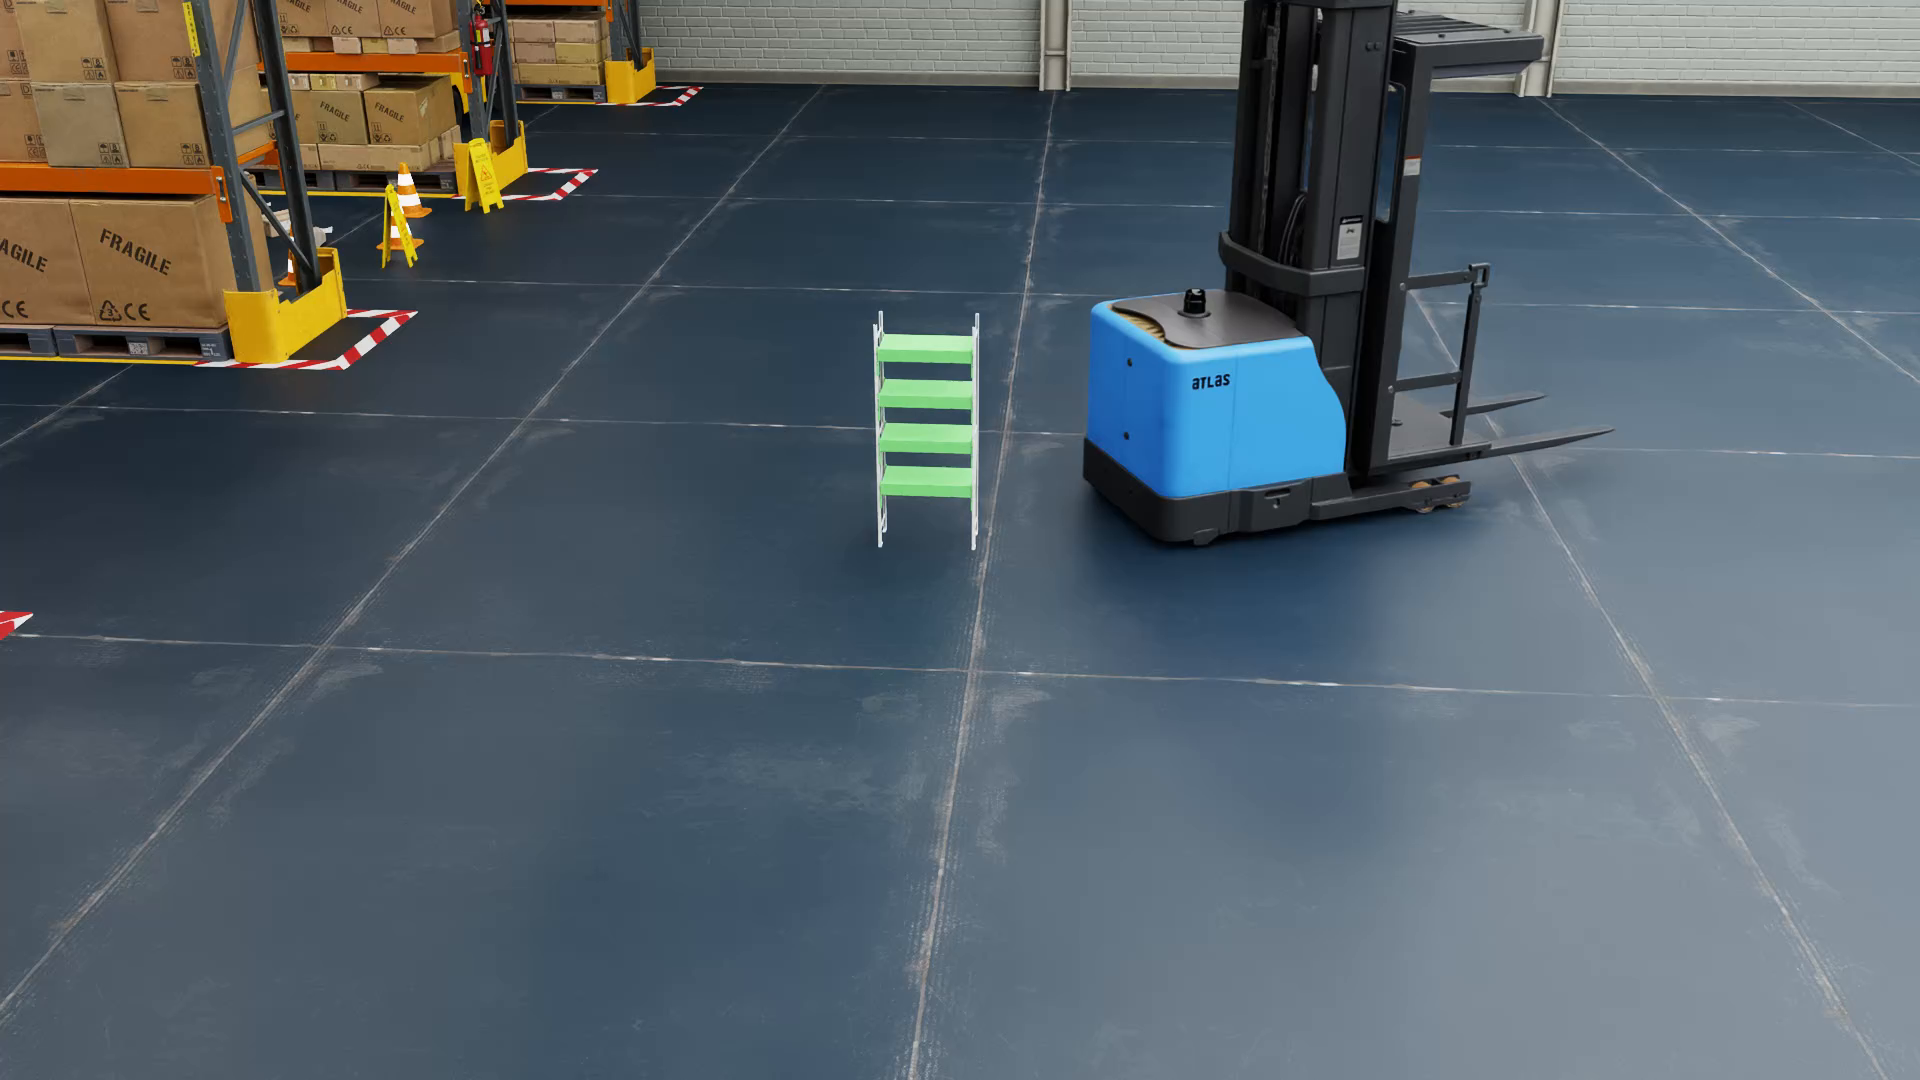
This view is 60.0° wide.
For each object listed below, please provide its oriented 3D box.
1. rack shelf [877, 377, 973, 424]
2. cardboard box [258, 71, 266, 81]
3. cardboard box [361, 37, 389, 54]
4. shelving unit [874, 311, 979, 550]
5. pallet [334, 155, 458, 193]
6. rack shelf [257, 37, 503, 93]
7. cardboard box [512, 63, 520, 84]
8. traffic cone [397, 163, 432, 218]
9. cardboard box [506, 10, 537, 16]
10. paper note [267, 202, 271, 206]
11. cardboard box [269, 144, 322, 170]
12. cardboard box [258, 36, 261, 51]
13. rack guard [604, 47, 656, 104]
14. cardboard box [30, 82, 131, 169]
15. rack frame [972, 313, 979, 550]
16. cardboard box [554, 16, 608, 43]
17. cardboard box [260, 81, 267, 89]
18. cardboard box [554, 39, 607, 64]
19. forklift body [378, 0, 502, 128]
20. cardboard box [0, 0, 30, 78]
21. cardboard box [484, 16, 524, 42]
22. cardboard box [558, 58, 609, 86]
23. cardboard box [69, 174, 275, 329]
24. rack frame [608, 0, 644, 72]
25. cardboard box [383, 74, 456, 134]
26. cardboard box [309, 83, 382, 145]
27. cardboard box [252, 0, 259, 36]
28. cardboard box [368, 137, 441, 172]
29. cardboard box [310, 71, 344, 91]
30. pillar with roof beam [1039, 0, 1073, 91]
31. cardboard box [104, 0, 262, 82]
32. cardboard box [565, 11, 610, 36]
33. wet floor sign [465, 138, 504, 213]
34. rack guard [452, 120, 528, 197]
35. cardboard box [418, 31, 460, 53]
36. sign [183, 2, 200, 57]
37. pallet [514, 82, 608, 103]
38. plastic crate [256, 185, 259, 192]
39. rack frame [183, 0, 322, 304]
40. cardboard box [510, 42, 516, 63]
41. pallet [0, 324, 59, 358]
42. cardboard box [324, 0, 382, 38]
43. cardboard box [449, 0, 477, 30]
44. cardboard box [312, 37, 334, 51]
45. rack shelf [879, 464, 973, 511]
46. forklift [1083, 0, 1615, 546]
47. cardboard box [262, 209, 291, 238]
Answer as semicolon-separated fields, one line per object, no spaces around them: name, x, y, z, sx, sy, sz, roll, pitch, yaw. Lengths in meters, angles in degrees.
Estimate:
rack shelf;-0.165;-0.710;8.437;0.480;0.148;0.258;2;25;4
cardboard box;-6.878;-4.354;16.513;0.500;0.500;0.500;3;25;7
cardboard box;-5.420;-4.669;15.610;0.250;0.149;0.380;1;25;3
shelving unit;-0.165;-0.550;8.511;0.503;1.200;0.258;2;25;4
pallet;-5.399;-3.658;16.448;1.213;0.211;1.003;2;25;4
rack shelf;-6.510;-4.619;16.060;4.000;0.370;1.077;2;25;4
cardboard box;-5.625;-5.815;20.587;0.500;0.250;0.500;2;25;5
traffic cone;-5.043;-3.205;15.163;0.334;0.463;0.336;2;25;4
cardboard box;-5.601;-6.476;20.826;0.500;0.250;0.500;2;25;4
paper note;-6.508;-3.121;15.496;0.148;0.019;0.142;-7;26;-14
cardboard box;-6.380;-3.771;16.145;0.500;0.250;0.500;1;25;2
cardboard box;-6.686;-4.711;15.699;0.250;0.149;0.380;2;25;4
rack guard;-4.116;-5.814;20.788;0.348;0.500;1.175;2;25;4
cardboard box;-5.718;-2.885;11.252;0.550;0.550;0.875;2;25;4
rack frame;0.078;-0.543;8.494;0.015;1.200;0.240;2;25;4
cardboard box;-4.623;-6.231;20.295;0.500;0.250;0.500;3;25;6
cardboard box;-6.885;-4.131;16.029;0.500;0.500;0.500;3;25;7
cardboard box;-4.649;-6.005;20.400;0.500;0.250;0.500;2;25;3
forklift body;-6.170;-5.865;18.924;1.214;2.155;2.313;2;25;4
cardboard box;-6.264;-3.456;11.201;0.550;0.550;0.875;2;25;4
cardboard box;-5.636;-6.257;20.351;0.500;0.250;0.500;2;25;5
cardboard box;-4.632;-5.776;20.501;0.500;0.250;0.500;2;25;4
cardboard box;-5.475;-2.035;11.624;0.875;0.875;0.875;2;25;4
rack frame;-4.140;-6.951;20.267;0.127;3.000;1.000;2;25;4
cardboard box;-5.323;-4.306;16.409;0.500;0.500;0.500;1;25;2
cardboard box;-5.855;-4.096;15.954;0.500;0.500;0.500;3;25;6
cardboard box;-6.579;-5.024;15.605;0.500;0.500;0.500;2;25;5
cardboard box;-5.366;-3.738;16.072;0.500;0.250;0.500;2;25;4
cardboard box;-5.956;-4.369;15.770;0.250;0.149;0.380;2;25;5
pillar with roof beam;0.888;-8.088;15.561;0.400;9.000;9.100;2;25;4
cardboard box;-5.161;-3.402;11.084;0.550;0.550;0.875;2;25;4
cardboard box;-4.604;-6.441;20.750;0.500;0.250;0.500;1;25;3
wet floor sign;-4.408;-3.360;15.281;0.232;0.644;0.267;11;27;22
rack guard;-4.592;-3.749;16.299;0.348;0.500;1.175;2;25;4
cardboard box;-4.905;-4.690;15.656;0.250;0.149;0.380;3;25;6
sign;-4.849;-3.223;10.498;0.005;0.325;0.100;2;25;4
pallet;-4.905;-5.691;20.865;1.213;0.211;1.003;2;25;4
plastic crate;-7.001;-3.291;15.807;0.583;0.080;0.402;-7;26;-14
rack frame;-4.794;-2.815;11.280;0.127;3.000;1.000;2;25;4
cardboard box;-5.664;-6.033;20.462;0.500;0.250;0.500;1;25;3
pallet;-6.810;-1.582;11.935;1.213;0.211;1.003;2;25;4
cardboard box;-5.577;-4.983;15.515;0.500;0.500;0.500;2;25;4
cardboard box;-4.967;-5.193;15.972;0.500;0.500;0.500;1;25;3
cardboard box;-5.924;-4.732;15.746;0.250;0.149;0.380;2;25;5
rack shelf;-0.165;-0.274;8.638;0.480;0.148;0.258;2;25;4
forklift;2.261;-1.675;8.883;3.031;2.935;1.130;-9;26;-19
cardboard box;-5.977;-2.787;14.628;0.250;0.149;0.380;16;29;31
